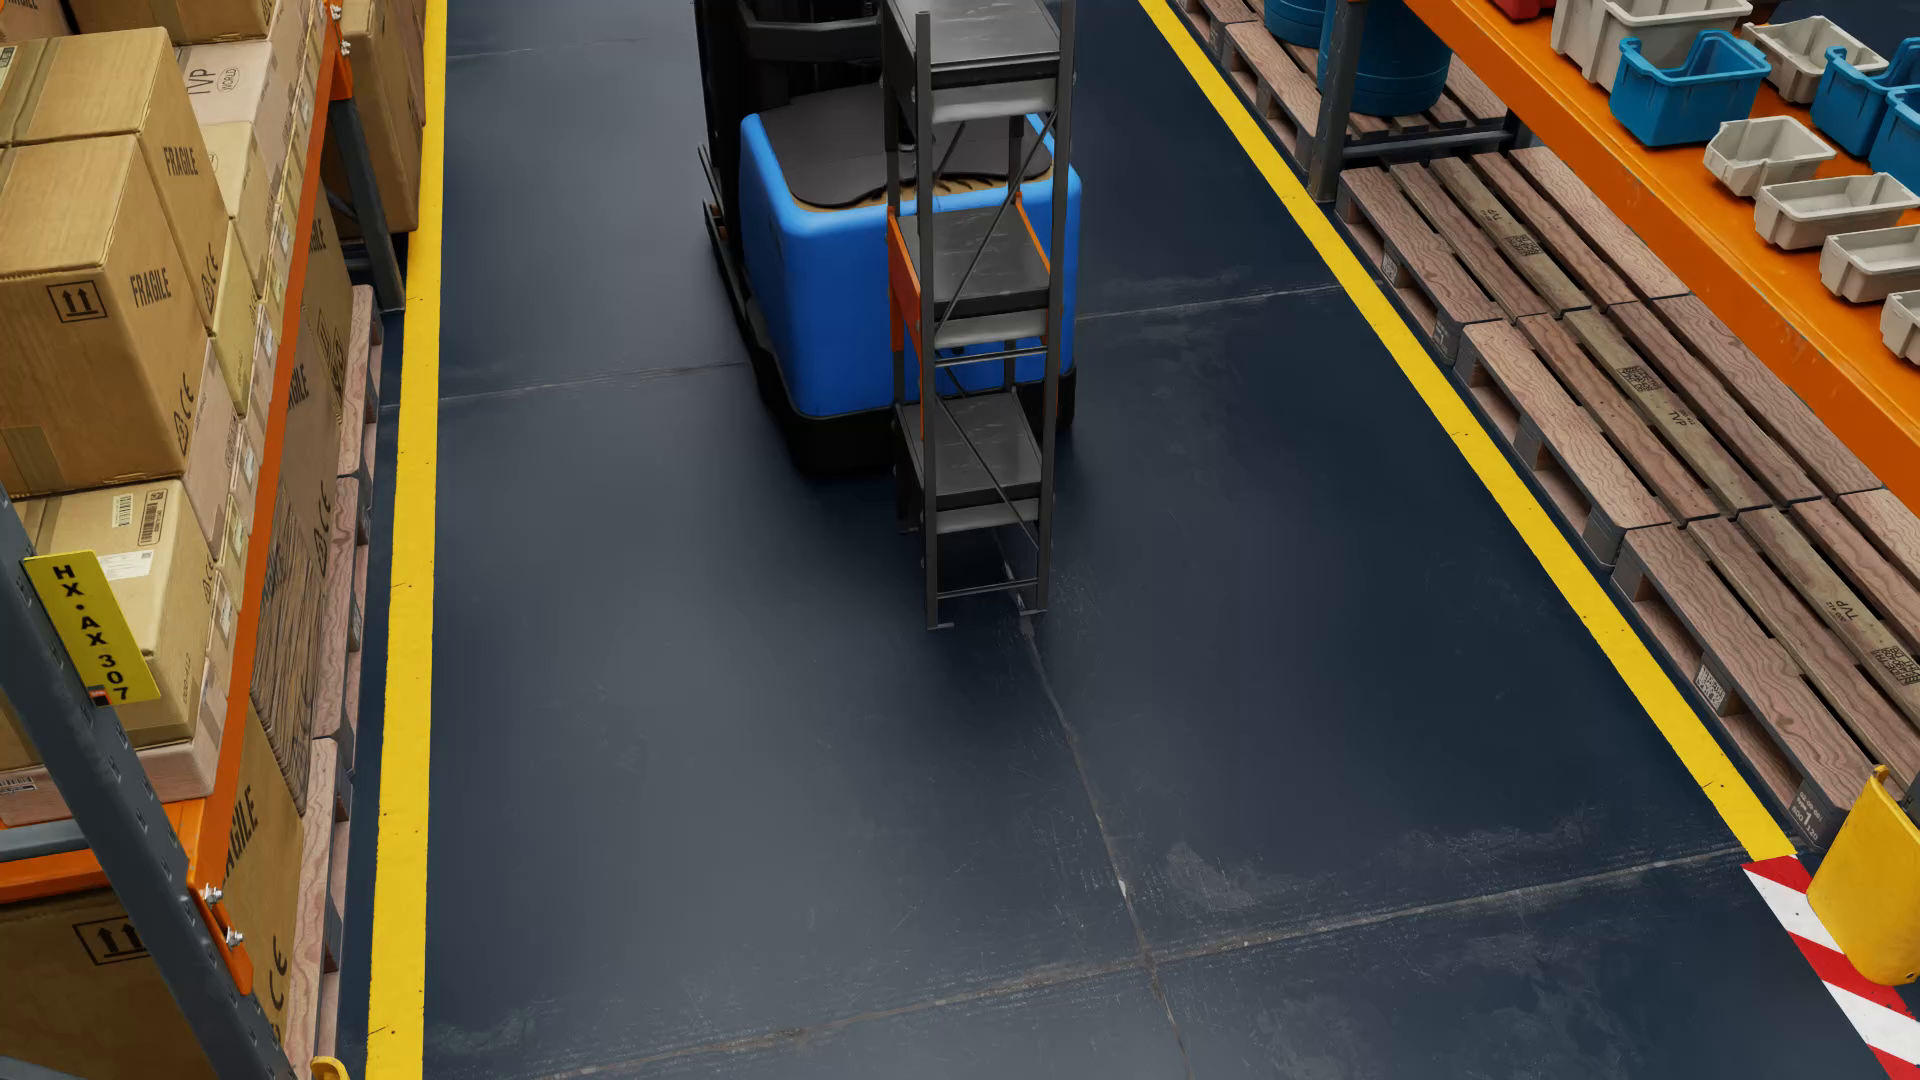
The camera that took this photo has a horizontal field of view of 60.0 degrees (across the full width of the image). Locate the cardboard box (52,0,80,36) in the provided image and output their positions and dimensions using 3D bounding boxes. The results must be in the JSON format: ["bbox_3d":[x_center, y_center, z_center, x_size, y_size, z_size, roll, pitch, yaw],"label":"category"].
[{"bbox_3d":[-2.816,-1.688,4.717,0.500,0.500,0.500,-8,42,-9],"label":"cardboard box"}]

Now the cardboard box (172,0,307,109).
[{"bbox_3d":[-2.303,-1.492,5.060,0.500,0.250,0.500,-7,42,-8],"label":"cardboard box"}]

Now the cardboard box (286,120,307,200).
[{"bbox_3d":[-2.160,-1.109,4.929,0.380,0.149,0.250,-8,42,-8],"label":"cardboard box"}]

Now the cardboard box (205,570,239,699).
[{"bbox_3d":[-1.716,0.223,3.428,0.380,0.149,0.250,-9,42,-10],"label":"cardboard box"}]

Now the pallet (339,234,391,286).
[{"bbox_3d":[-3.008,-1.467,7.243,1.003,0.211,1.213,-8,42,-9],"label":"pallet"}]

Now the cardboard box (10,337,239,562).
[{"bbox_3d":[-1.864,-0.168,3.569,0.500,0.250,0.500,-9,42,-10],"label":"cardboard box"}]

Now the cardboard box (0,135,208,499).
[{"bbox_3d":[-1.853,-0.437,3.307,0.500,0.500,0.500,-9,42,-10],"label":"cardboard box"}]

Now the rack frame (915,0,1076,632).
[{"bbox_3d":[0.088,-0.520,4.754,0.400,2.100,0.015,-8,42,-9],"label":"rack frame"}]

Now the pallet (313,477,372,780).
[{"bbox_3d":[-2.414,0.319,5.232,1.003,0.211,1.213,-8,42,-9],"label":"pallet"}]

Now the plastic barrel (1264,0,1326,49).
[{"bbox_3d":[1.814,-2.916,8.040,0.600,0.901,0.708,-8,42,-9],"label":"plastic barrel"}]

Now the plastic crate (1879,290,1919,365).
[{"bbox_3d":[2.579,-0.564,4.279,0.396,0.136,0.243,-8,42,-9],"label":"plastic crate"}]

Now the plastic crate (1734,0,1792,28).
[{"bbox_3d":[2.572,-1.962,5.863,0.437,0.125,0.590,-8,42,-9],"label":"plastic crate"}]

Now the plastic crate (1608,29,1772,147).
[{"bbox_3d":[2.238,-1.391,5.139,0.416,0.233,0.300,-8,42,-9],"label":"plastic crate"}]

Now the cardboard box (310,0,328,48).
[{"bbox_3d":[-2.383,-1.776,5.680,0.380,0.149,0.250,-8,42,-9],"label":"cardboard box"}]

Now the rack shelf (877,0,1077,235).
[{"bbox_3d":[0.036,-1.191,4.476,0.431,0.518,0.480,-8,42,-9],"label":"rack shelf"}]

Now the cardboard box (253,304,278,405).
[{"bbox_3d":[-1.939,-0.444,4.180,0.380,0.149,0.250,-9,42,-10],"label":"cardboard box"}]

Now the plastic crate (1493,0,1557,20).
[{"bbox_3d":[2.016,-2.162,5.832,0.402,0.464,0.583,-8,42,-9],"label":"plastic crate"}]

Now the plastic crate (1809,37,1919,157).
[{"bbox_3d":[2.851,-1.352,5.095,0.416,0.233,0.300,-8,42,-9],"label":"plastic crate"}]

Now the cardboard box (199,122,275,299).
[{"bbox_3d":[-2.086,-0.832,4.317,0.500,0.250,0.500,-9,42,-10],"label":"cardboard box"}]

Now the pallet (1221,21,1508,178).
[{"bbox_3d":[1.942,-2.193,8.062,1.003,0.211,1.213,-8,42,-9],"label":"pallet"}]

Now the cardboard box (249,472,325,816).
[{"bbox_3d":[-2.318,0.217,4.530,0.875,0.875,0.875,-8,42,-9],"label":"cardboard box"}]

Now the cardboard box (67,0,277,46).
[{"bbox_3d":[-2.304,-1.771,4.809,0.500,0.500,0.500,-8,42,-9],"label":"cardboard box"}]

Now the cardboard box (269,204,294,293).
[{"bbox_3d":[-2.051,-0.778,4.556,0.380,0.149,0.250,-8,42,-9],"label":"cardboard box"}]

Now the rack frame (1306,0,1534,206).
[{"bbox_3d":[2.068,-2.730,6.566,1.000,3.000,0.127,-8,42,-9],"label":"rack frame"}]

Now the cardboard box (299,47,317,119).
[{"bbox_3d":[-2.272,-1.442,5.305,0.380,0.149,0.250,-9,42,-10],"label":"cardboard box"}]

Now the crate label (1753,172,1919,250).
[{"bbox_3d":[2.446,-0.931,4.692,0.396,0.136,0.243,-8,42,-9],"label":"crate label"}]

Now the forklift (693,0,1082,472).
[{"bbox_3d":[-0.475,-2.327,6.164,1.130,2.935,3.031,-11,43,-12],"label":"forklift"}]

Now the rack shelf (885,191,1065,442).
[{"bbox_3d":[0.036,-0.668,4.941,0.431,0.518,0.480,-8,42,-9],"label":"rack shelf"}]

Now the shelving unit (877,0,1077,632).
[{"bbox_3d":[0.036,-0.678,4.932,0.431,2.100,0.503,-8,42,-9],"label":"shelving unit"}]

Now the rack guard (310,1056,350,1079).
[{"bbox_3d":[-1.900,1.523,3.658,1.175,0.500,0.348,-8,42,-9],"label":"rack guard"}]

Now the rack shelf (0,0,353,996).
[{"bbox_3d":[-2.337,-0.455,4.545,1.077,0.370,4.000,-8,42,-9],"label":"rack shelf"}]

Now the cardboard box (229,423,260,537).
[{"bbox_3d":[-1.829,-0.112,3.806,0.380,0.149,0.250,-9,42,-10],"label":"cardboard box"}]

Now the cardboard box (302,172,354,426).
[{"bbox_3d":[-2.704,-0.943,5.837,0.875,0.875,0.875,-8,42,-9],"label":"cardboard box"}]

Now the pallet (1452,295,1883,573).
[{"bbox_3d":[2.531,-0.424,6.068,1.003,0.211,1.213,-8,42,-9],"label":"pallet"}]

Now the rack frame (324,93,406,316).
[{"bbox_3d":[-2.768,-2.020,5.766,1.000,3.000,0.127,-8,42,-9],"label":"rack frame"}]

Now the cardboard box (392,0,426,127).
[{"bbox_3d":[-3.120,-2.374,7.449,1.225,0.875,0.875,-10,43,-11],"label":"cardboard box"}]
